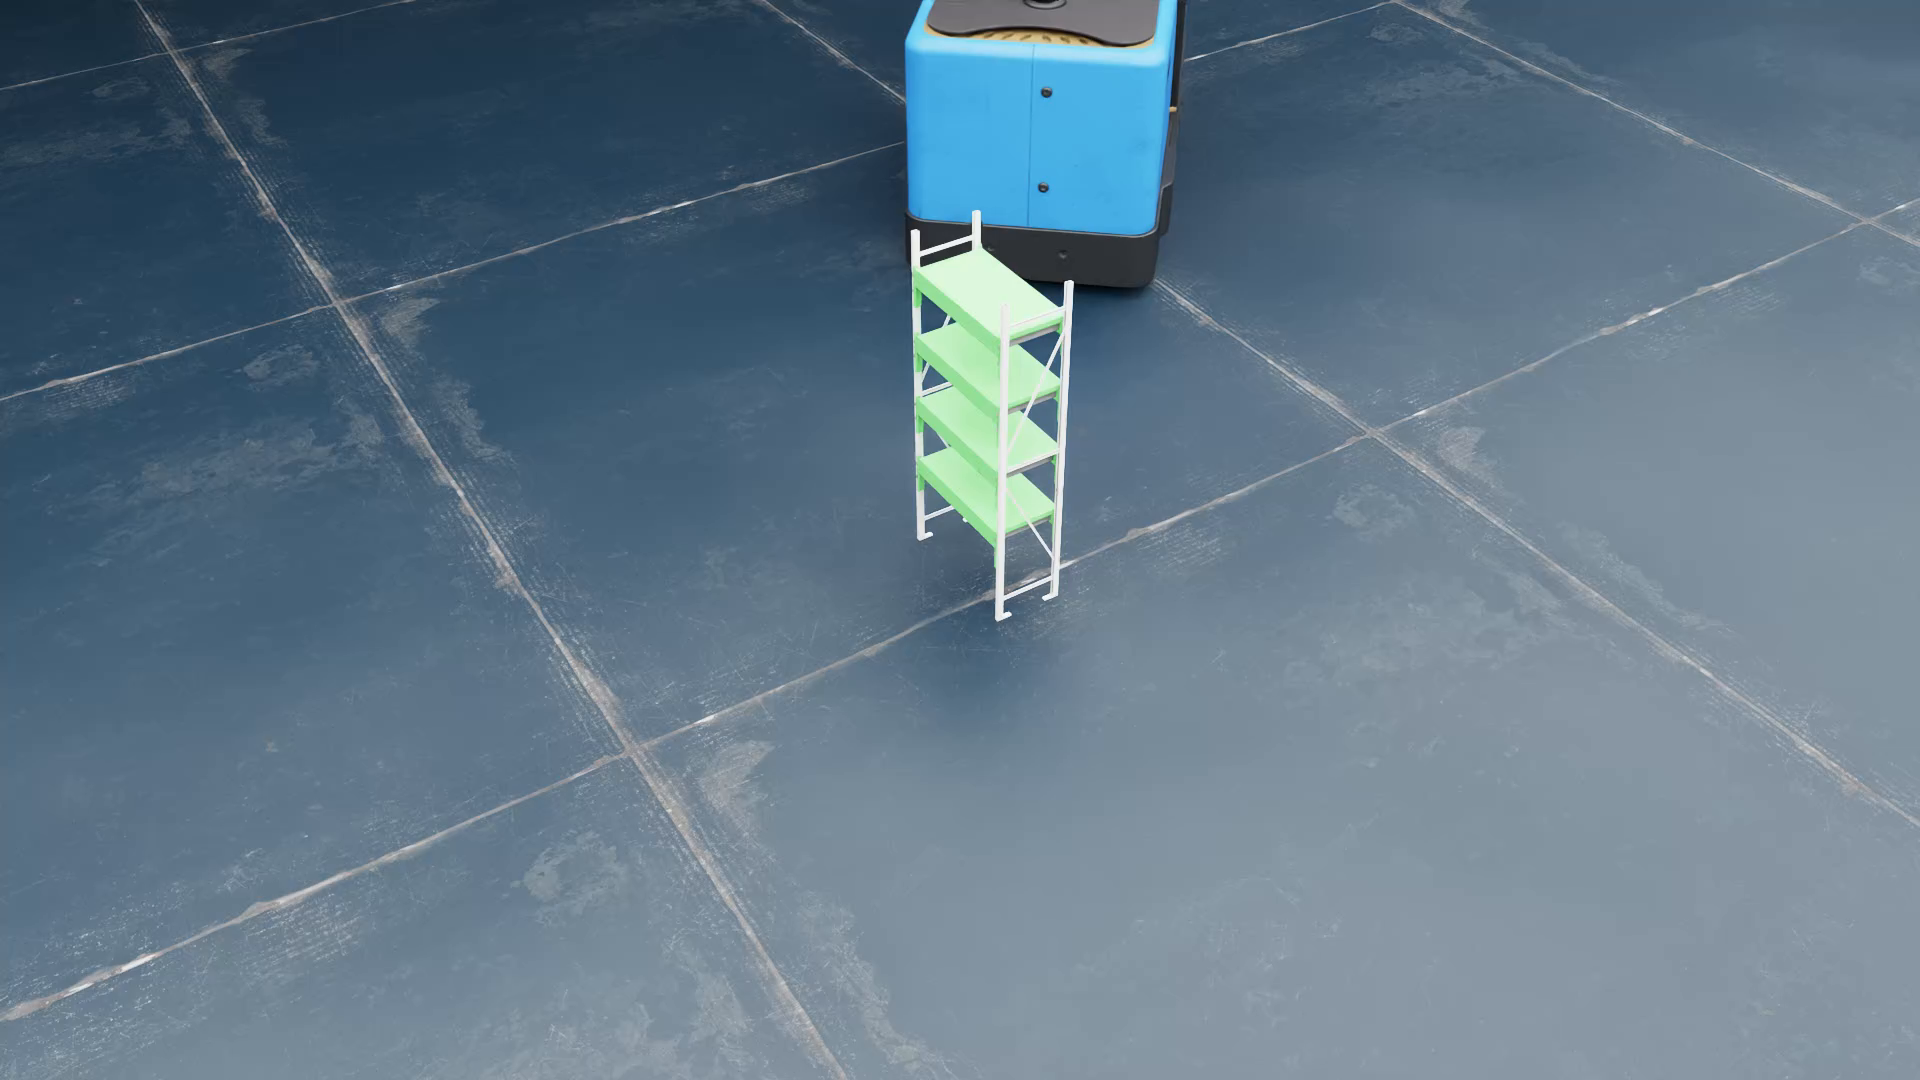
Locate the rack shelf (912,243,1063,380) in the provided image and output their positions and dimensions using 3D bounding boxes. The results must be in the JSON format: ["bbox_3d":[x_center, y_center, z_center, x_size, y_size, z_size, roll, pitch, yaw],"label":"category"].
[{"bbox_3d":[0.089,-0.691,4.992,0.258,0.148,0.480,-22,45,-24],"label":"rack shelf"}]

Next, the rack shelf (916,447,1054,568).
[{"bbox_3d":[0.089,-0.138,5.453,0.258,0.148,0.480,-22,45,-24],"label":"rack shelf"}]

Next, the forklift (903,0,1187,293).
[{"bbox_3d":[0.502,-3.088,7.166,1.130,2.935,3.031,6,40,7],"label":"forklift"}]

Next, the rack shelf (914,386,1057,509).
[{"bbox_3d":[0.089,-0.323,5.300,0.258,0.148,0.480,-22,45,-24],"label":"rack shelf"}]

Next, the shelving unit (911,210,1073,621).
[{"bbox_3d":[0.089,-0.372,5.259,0.258,1.200,0.503,-22,45,-24],"label":"shelving unit"}]

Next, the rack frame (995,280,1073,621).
[{"bbox_3d":[0.220,-0.240,5.101,0.240,1.200,0.015,-22,45,-24],"label":"rack frame"}]

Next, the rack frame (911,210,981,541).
[{"bbox_3d":[-0.042,-0.503,5.417,0.240,1.200,0.015,-22,45,-24],"label":"rack frame"}]

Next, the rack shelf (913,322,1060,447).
[{"bbox_3d":[0.089,-0.507,5.146,0.258,0.148,0.480,-22,45,-24],"label":"rack shelf"}]
